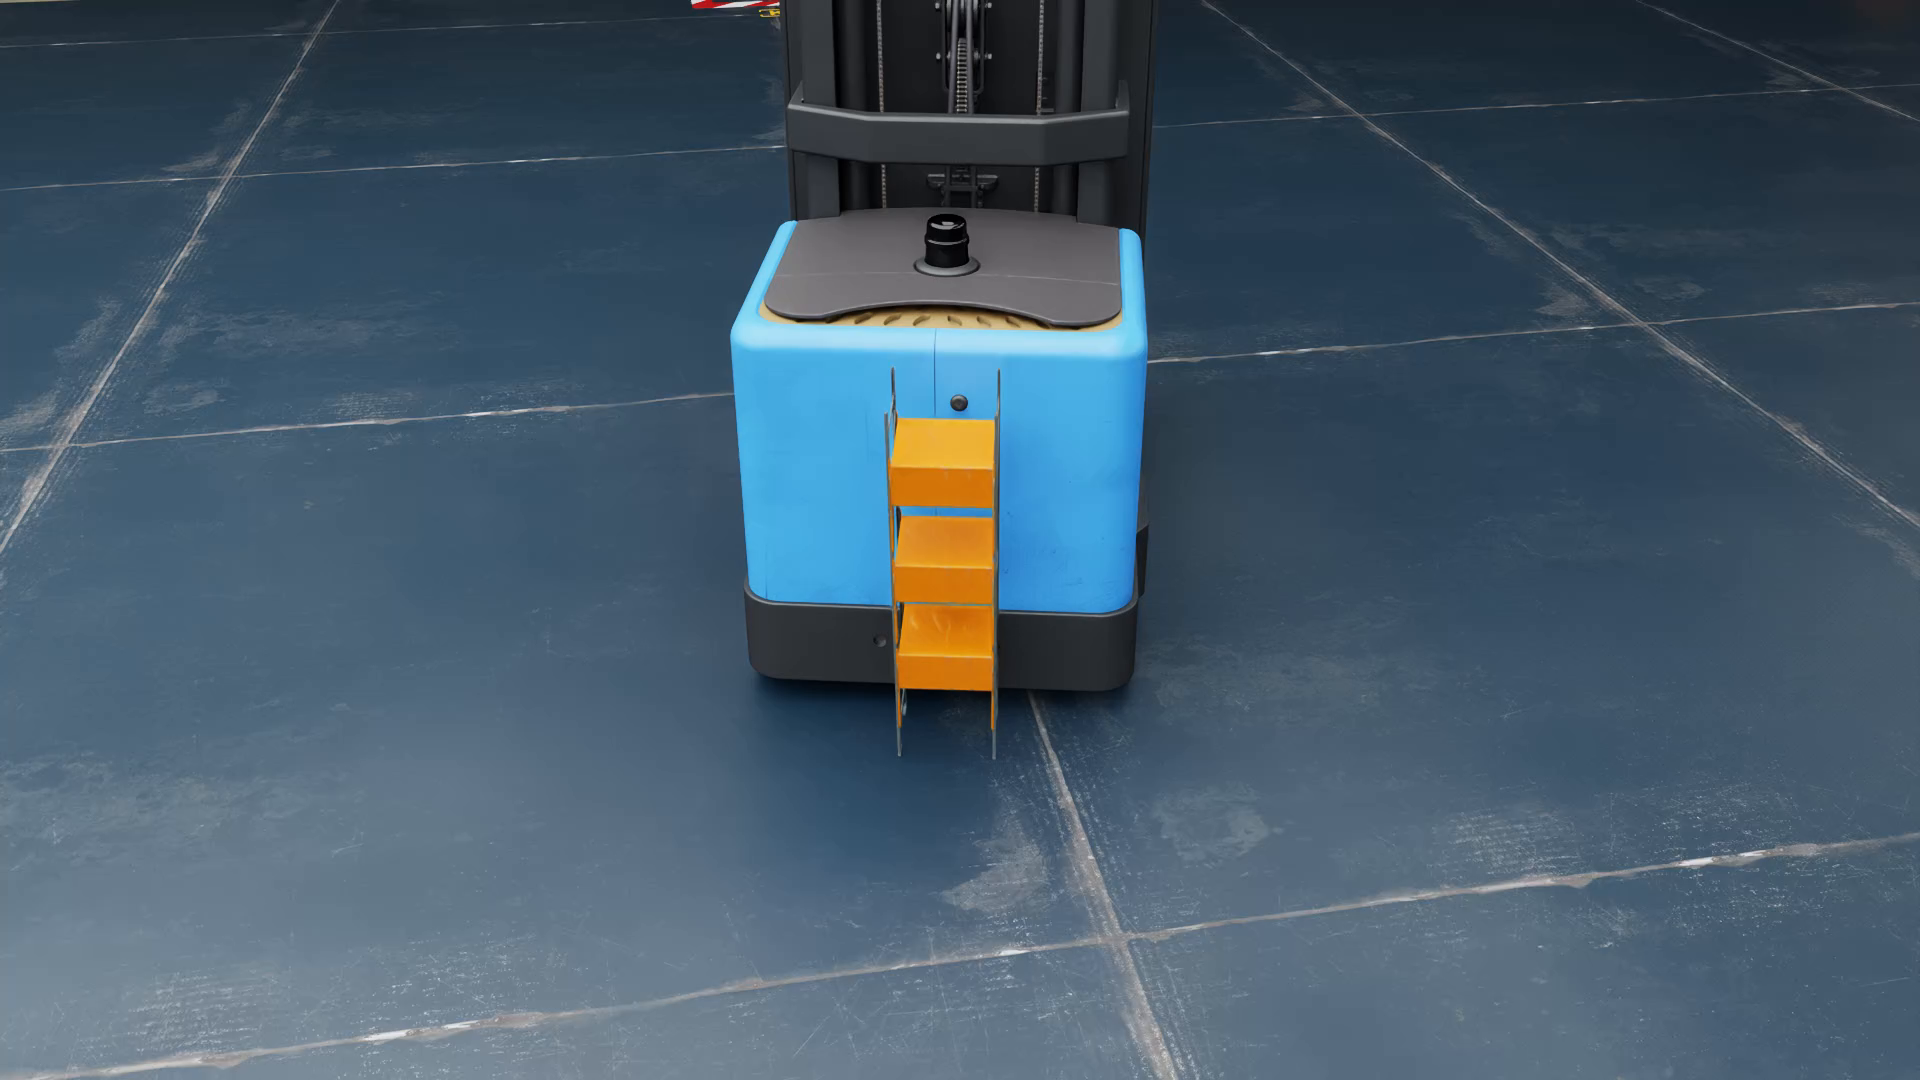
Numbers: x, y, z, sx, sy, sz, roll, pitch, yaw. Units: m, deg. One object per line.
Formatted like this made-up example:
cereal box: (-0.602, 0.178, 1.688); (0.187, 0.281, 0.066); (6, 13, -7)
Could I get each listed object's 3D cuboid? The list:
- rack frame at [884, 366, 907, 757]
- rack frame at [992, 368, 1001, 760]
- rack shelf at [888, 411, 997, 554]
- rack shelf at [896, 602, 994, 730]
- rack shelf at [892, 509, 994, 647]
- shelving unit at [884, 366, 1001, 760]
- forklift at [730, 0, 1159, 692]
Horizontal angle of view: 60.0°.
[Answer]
rack frame: (-0.155, 0.080, 4.058); (0.008, 1.050, 0.200); (1, 37, 3)
rack frame: (0.089, 0.086, 4.047); (0.008, 1.050, 0.200); (1, 37, 3)
rack shelf: (-0.035, -0.135, 3.888); (0.240, 0.259, 0.215); (1, 37, 3)
rack shelf: (-0.031, 0.314, 4.226); (0.240, 0.259, 0.215); (1, 37, 3)
rack shelf: (-0.033, 0.092, 4.059); (0.240, 0.259, 0.215); (1, 37, 3)
shelving unit: (-0.033, 0.083, 4.052); (0.252, 1.050, 0.215); (1, 37, 3)
forklift: (0.043, -1.578, 5.042); (1.130, 2.935, 3.031); (2, 31, 3)
